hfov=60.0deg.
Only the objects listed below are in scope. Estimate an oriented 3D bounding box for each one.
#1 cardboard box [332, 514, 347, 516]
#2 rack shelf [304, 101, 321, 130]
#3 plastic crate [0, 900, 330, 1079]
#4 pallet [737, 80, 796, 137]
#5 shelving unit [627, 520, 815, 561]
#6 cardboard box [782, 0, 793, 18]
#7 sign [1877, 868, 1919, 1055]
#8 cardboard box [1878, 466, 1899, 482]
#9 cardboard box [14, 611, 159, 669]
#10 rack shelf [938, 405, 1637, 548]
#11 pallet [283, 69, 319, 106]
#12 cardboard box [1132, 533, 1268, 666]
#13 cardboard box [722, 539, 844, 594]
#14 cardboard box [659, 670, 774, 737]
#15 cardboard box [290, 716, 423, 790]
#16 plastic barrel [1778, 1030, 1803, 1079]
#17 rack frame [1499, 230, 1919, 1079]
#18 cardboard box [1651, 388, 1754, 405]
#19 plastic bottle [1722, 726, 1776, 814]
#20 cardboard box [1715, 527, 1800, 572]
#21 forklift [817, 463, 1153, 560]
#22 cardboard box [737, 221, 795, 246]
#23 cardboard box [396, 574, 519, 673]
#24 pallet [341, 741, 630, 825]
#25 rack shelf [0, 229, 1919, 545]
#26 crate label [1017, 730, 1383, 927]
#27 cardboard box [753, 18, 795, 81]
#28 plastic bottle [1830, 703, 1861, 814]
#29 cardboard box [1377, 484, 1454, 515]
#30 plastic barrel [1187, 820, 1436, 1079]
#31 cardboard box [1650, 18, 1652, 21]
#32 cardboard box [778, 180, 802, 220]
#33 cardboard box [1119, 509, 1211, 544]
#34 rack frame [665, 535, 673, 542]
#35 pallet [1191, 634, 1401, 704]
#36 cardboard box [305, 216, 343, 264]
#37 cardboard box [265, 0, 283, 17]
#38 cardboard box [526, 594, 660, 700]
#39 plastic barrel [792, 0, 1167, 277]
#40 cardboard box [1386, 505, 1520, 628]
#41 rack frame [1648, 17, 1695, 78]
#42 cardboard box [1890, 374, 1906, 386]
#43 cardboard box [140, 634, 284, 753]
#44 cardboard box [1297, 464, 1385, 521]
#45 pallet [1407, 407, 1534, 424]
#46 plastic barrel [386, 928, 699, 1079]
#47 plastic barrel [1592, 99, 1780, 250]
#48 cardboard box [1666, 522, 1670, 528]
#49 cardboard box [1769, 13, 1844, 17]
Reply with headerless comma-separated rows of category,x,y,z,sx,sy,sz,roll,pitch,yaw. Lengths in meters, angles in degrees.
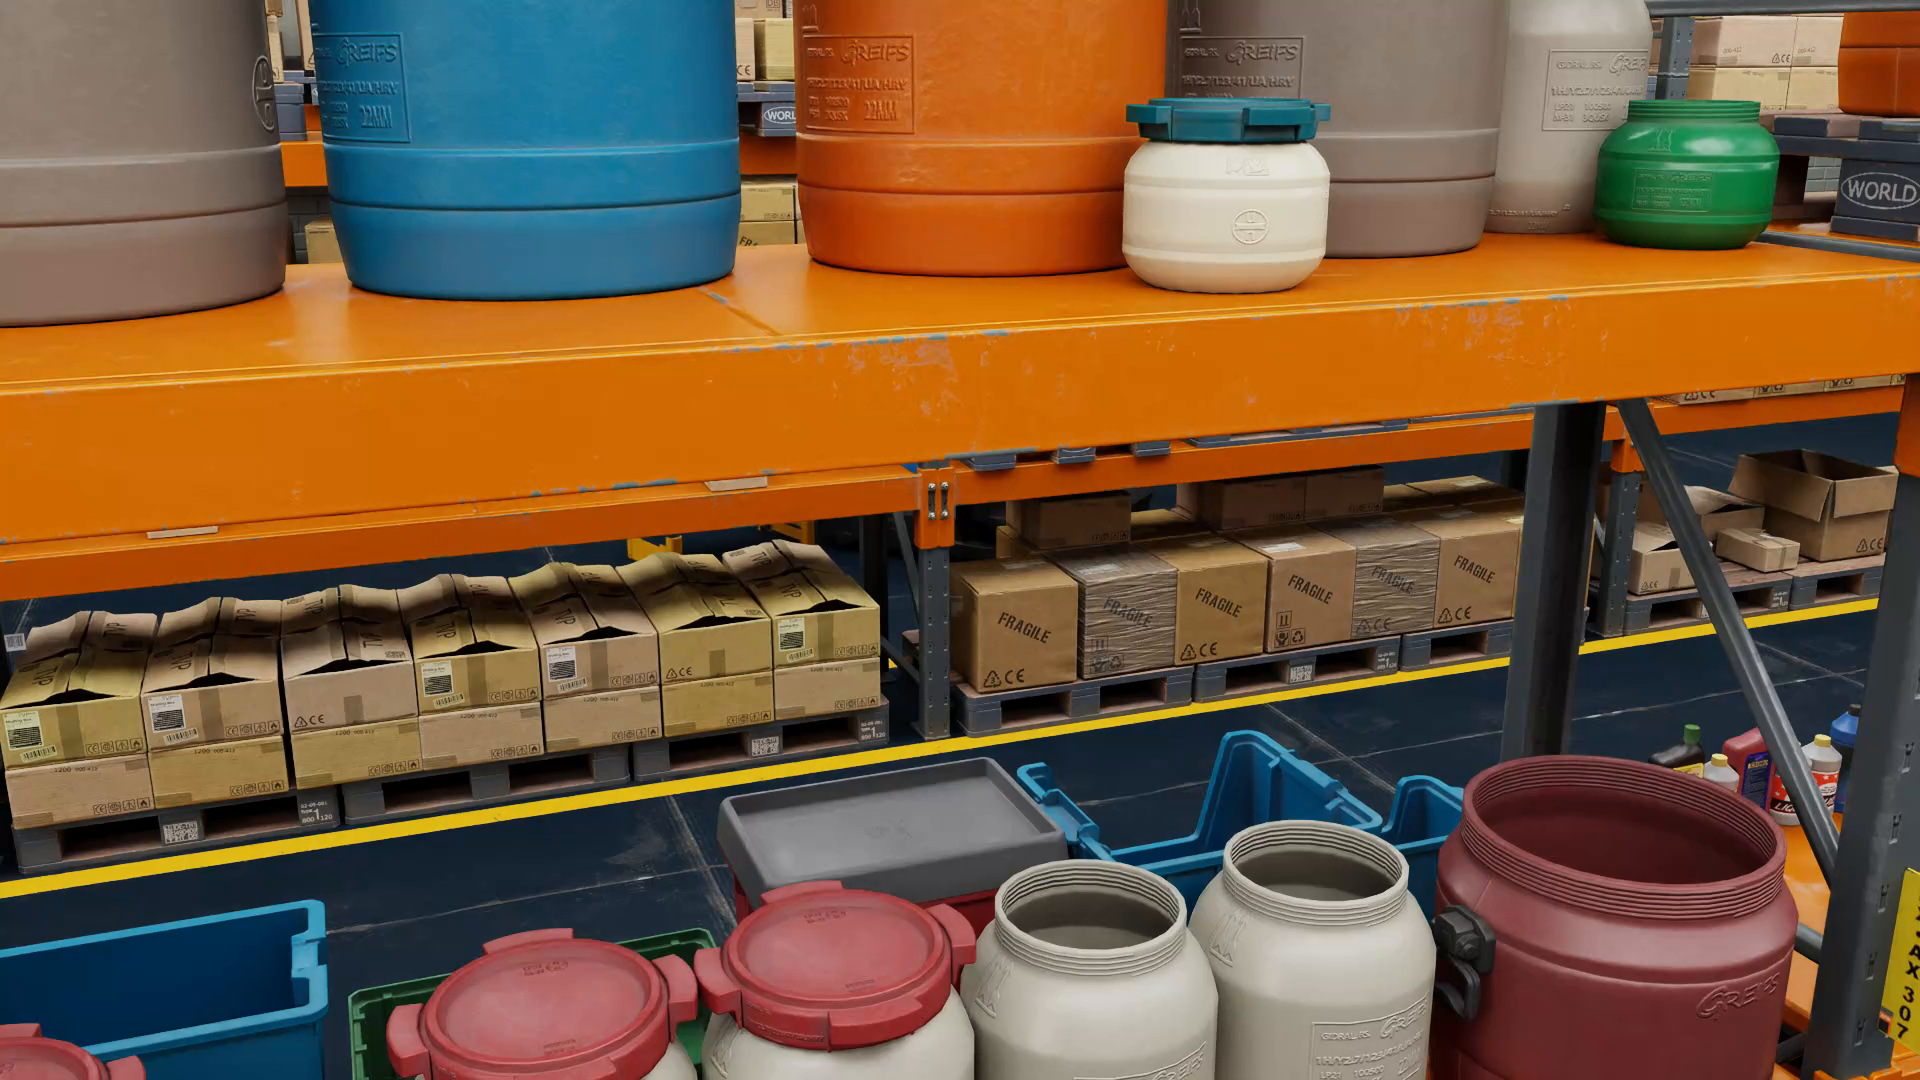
cardboard box,-2.802,-0.393,6.934,0.500,0.500,0.500,-5,17,-16
rack shelf,-3.926,-2.817,11.321,4.000,0.370,1.077,-6,17,-20
plastic crate,-1.329,0.900,2.739,0.575,0.384,0.392,-6,17,-20
pallet,-0.884,-1.878,7.183,1.003,0.211,1.213,-5,17,-18
shelving unit,-1.550,-0.647,10.638,1.083,1.500,0.587,-13,21,-38
cardboard box,-1.150,-3.754,12.277,0.500,0.500,0.700,-7,18,-23
sign,1.690,0.748,2.939,0.005,0.325,0.100,-6,17,-20
cardboard box,6.112,-0.289,10.860,0.500,0.250,0.500,-6,17,-20
cardboard box,-3.742,0.514,7.164,0.500,0.311,0.500,-6,17,-20
rack shelf,1.586,-0.478,8.680,4.000,0.370,1.077,-6,17,-20
pallet,-4.211,-3.010,11.035,1.003,0.211,1.213,-6,17,-20
cardboard box,1.202,0.292,8.435,0.500,0.500,0.500,-6,18,-21
cardboard box,-0.876,0.203,8.224,0.500,0.311,0.500,-6,17,-18
cardboard box,-1.166,0.666,7.641,0.500,0.250,0.500,-6,18,-21
cardboard box,-2.591,0.820,7.118,0.500,0.250,0.500,-7,18,-22
plastic barrel,1.938,1.468,3.882,0.708,0.830,0.600,-6,17,-20
rack frame,1.487,0.682,3.452,0.127,3.000,1.000,-6,17,-20
cardboard box,4.027,-1.053,9.182,0.500,0.500,0.500,-6,17,-19
plastic bottle,1.928,0.562,4.069,0.133,0.283,0.061,-6,17,-20
cardboard box,4.727,0.048,9.859,0.250,0.166,0.380,-6,17,-20
forklift,0.604,-1.313,10.368,3.031,2.935,1.130,8,18,26
cardboard box,-1.513,-2.107,12.207,0.500,0.500,0.500,-6,17,-18
cardboard box,-2.321,0.361,7.686,0.500,0.311,0.500,-6,18,-21
pallet,-2.202,0.911,7.622,1.213,0.211,1.003,-6,17,-20
rack shelf,-0.381,-0.211,2.445,4.000,0.370,1.077,-6,17,-20
crate label,0.462,0.694,3.349,0.616,0.435,0.502,-6,17,-20
cardboard box,-0.685,-2.130,7.225,0.500,0.250,0.500,-8,18,-24
plastic bottle,2.224,0.541,4.161,0.097,0.271,0.097,0,16,0
cardboard box,2.420,0.005,9.414,0.500,0.500,0.500,-6,17,-19
plastic barrel,0.603,0.788,2.892,0.421,0.512,0.421,0,16,0
cardboard box,3.810,-2.753,9.203,0.500,0.250,0.500,-6,17,-20
cardboard box,-1.040,-2.517,12.274,0.500,0.250,0.500,-6,18,-21
cardboard box,0.991,0.158,8.891,0.500,0.500,0.500,-7,18,-22
rack frame,-1.947,-0.553,10.320,0.032,1.500,0.500,-13,21,-38
pallet,1.566,0.529,8.922,1.213,0.211,1.003,-6,17,-20
cardboard box,-4.178,-1.952,11.463,0.500,0.500,0.700,-4,17,-12
cardboard box,-2.904,-2.262,6.345,0.500,0.500,0.500,-4,17,-15
cardboard box,-1.638,0.449,7.385,0.500,0.311,0.500,-6,17,-20
plastic barrel,0.032,-0.872,2.657,0.708,0.830,0.600,-6,17,-20
cardboard box,2.630,0.136,8.967,0.500,0.500,0.500,-6,17,-20
rack frame,3.453,-3.903,8.420,0.127,3.000,1.000,-6,17,-20
cardboard box,5.446,-1.207,9.706,0.500,0.500,0.500,-6,18,-21
cardboard box,-3.073,0.605,6.854,0.500,0.311,0.500,-6,18,-21
cardboard box,1.981,-0.311,9.159,0.500,0.250,0.500,-6,17,-20
pallet,2.668,-0.881,9.116,1.213,0.211,1.003,-6,17,-20
plastic barrel,-0.591,0.907,2.444,0.433,0.535,0.433,0,16,0
plastic barrel,1.275,-0.644,2.921,0.294,0.245,0.294,0,16,0
cardboard box,4.212,-0.054,10.237,0.250,0.149,0.380,-6,17,-20
cardboard box,4.411,-3.064,8.933,0.500,0.500,0.700,-6,17,-20
